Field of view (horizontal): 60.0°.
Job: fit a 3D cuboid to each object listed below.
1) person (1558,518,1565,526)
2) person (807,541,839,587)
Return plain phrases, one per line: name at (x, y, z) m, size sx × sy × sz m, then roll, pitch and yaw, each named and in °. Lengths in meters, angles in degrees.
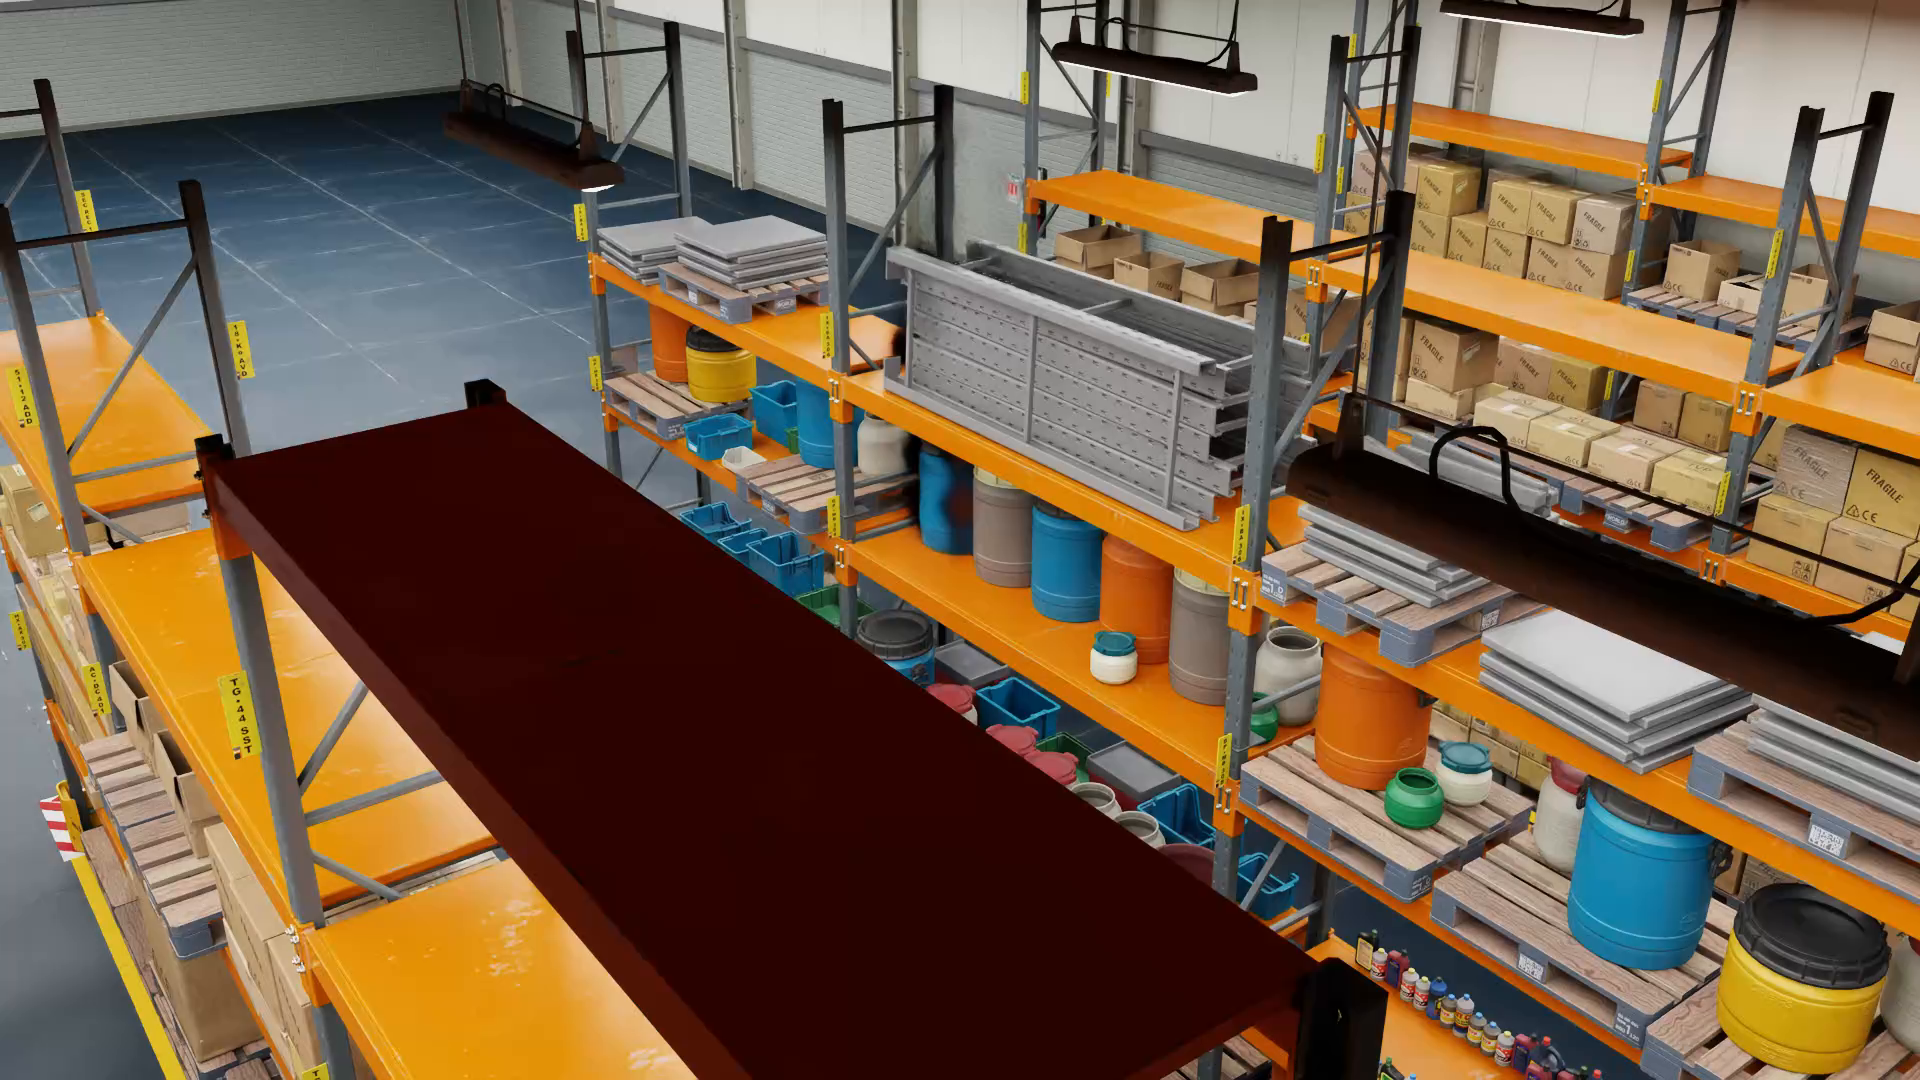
person at (5.614, 0.305, 16.237) m, size 0.654 × 1.823 × 0.854 m, roll -19°, pitch 31°, yaw -35°
person at (-1.338, 0.019, 16.934) m, size 0.624 × 1.659 × 0.687 m, roll 21°, pitch 32°, yaw 38°
